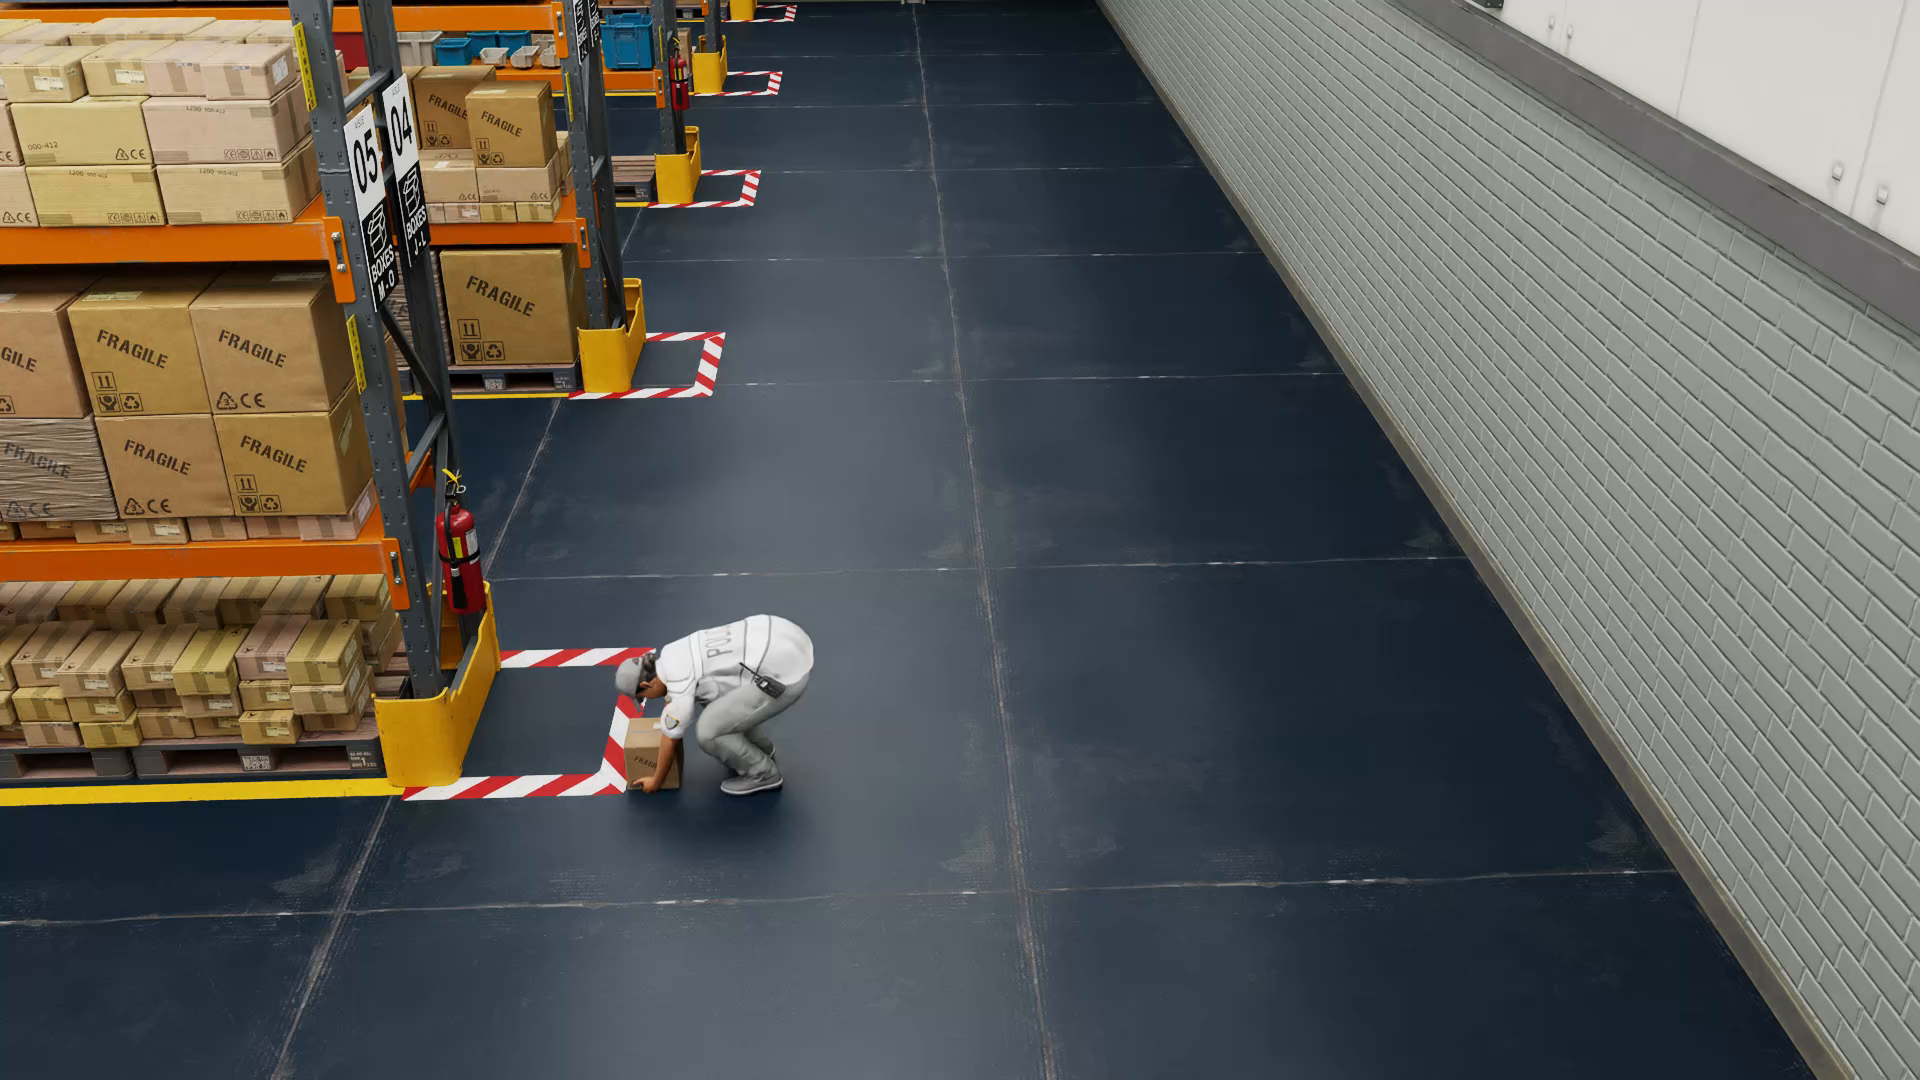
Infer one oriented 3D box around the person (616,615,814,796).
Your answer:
[{"bbox_3d":[-1.167,0.797,8.023,0.942,0.833,0.512,-2,28,-4],"label":"person"}]
